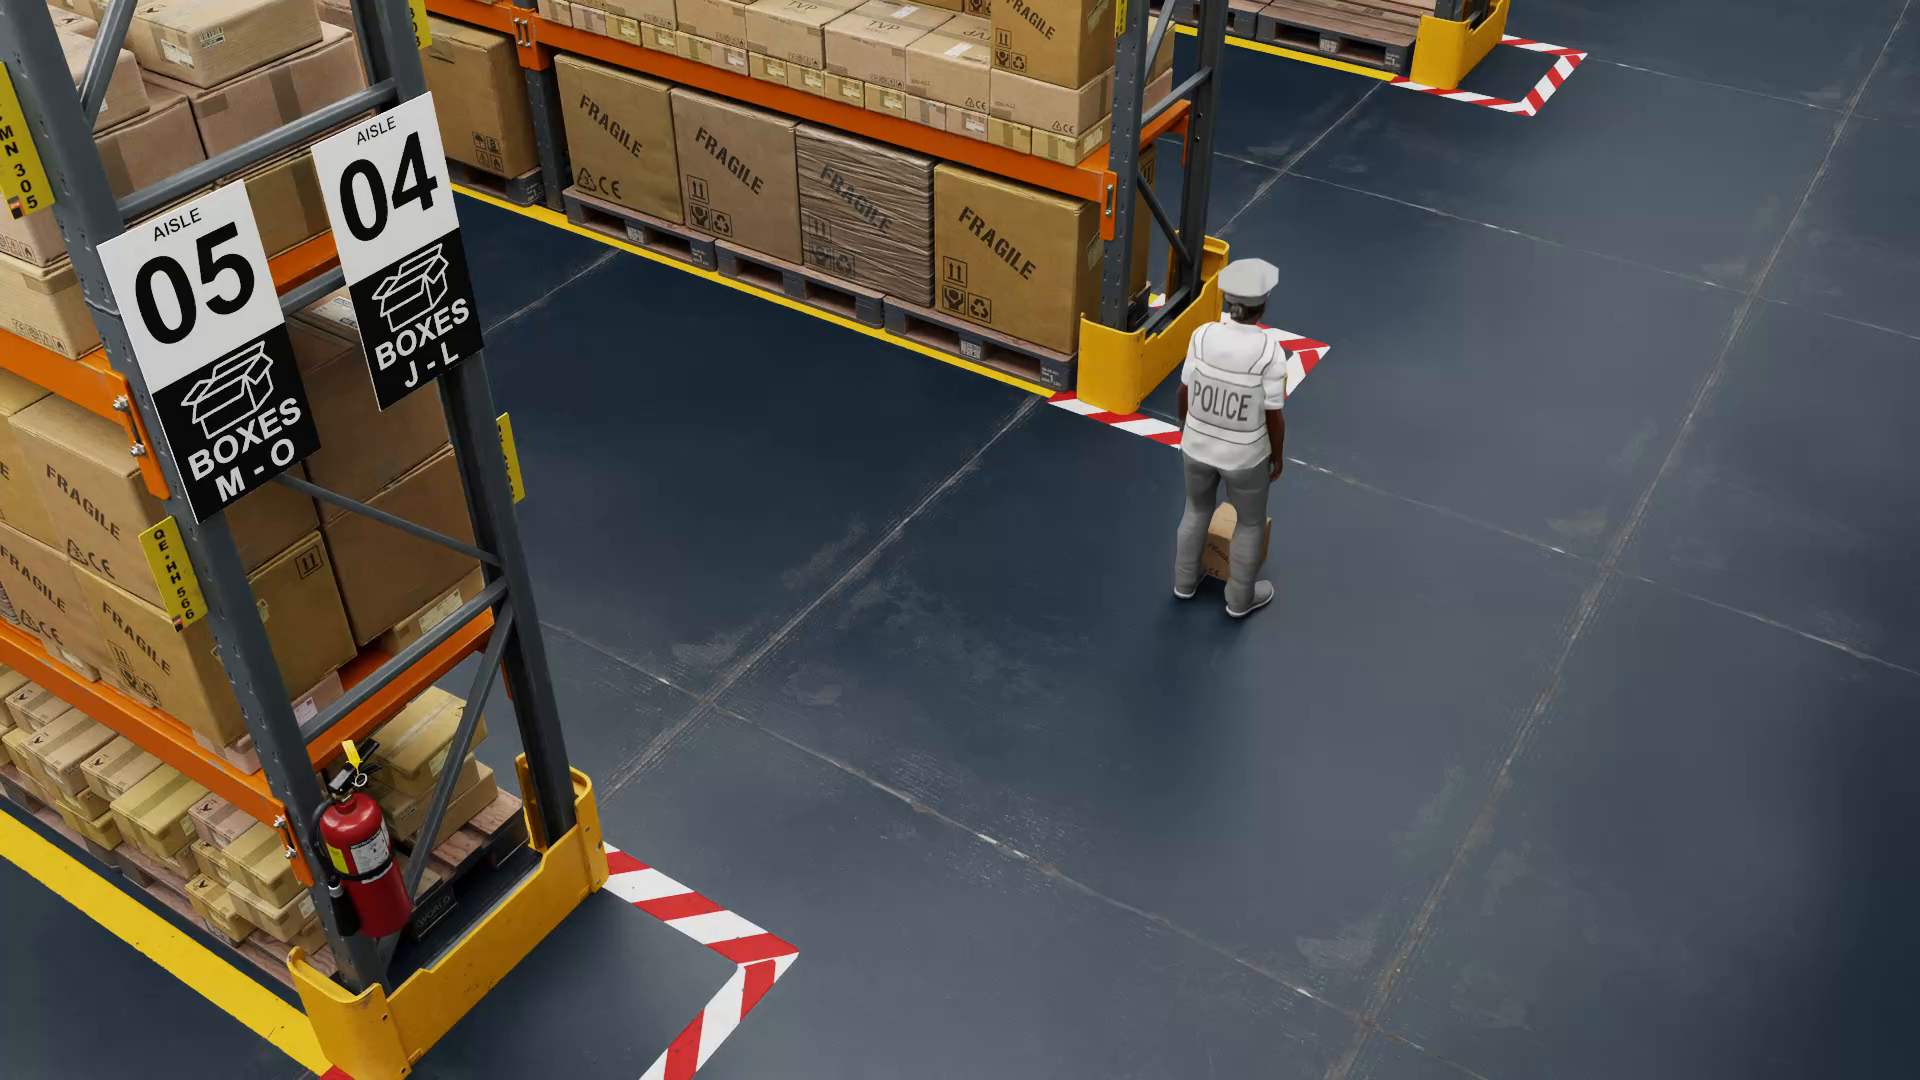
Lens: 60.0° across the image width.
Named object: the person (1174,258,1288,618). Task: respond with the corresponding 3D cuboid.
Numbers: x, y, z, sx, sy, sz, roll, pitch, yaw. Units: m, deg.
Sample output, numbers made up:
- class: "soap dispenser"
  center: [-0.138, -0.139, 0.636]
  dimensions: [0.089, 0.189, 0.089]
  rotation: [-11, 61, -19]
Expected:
- class: "person"
  center: [1.167, -0.397, 7.177]
  dimensions: [0.507, 1.658, 0.390]
  rotation: [20, 43, 23]
